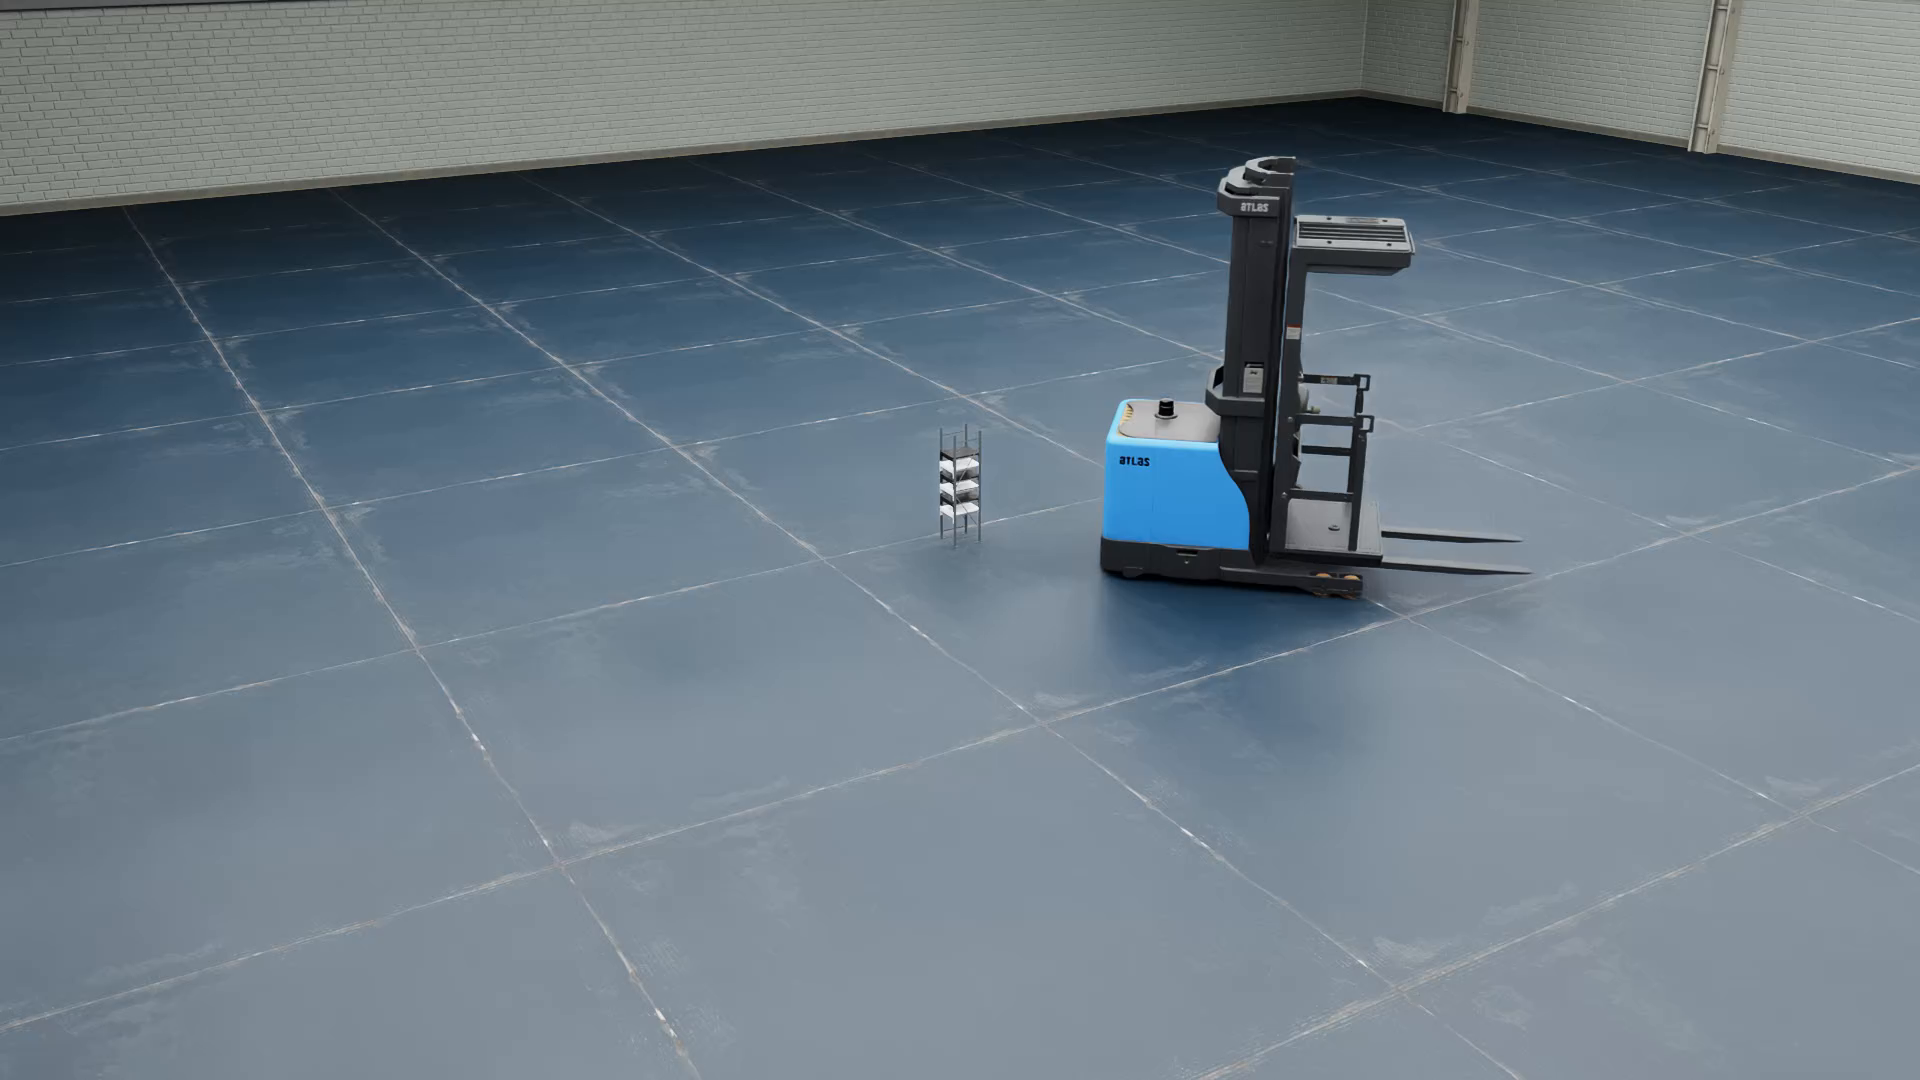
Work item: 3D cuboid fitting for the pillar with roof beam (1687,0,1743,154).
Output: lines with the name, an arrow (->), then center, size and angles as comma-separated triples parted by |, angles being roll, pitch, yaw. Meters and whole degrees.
pillar with roof beam -> 9.745, -10.378, 26.393 | 9.100, 9.000, 0.400 | -13, 25, -28

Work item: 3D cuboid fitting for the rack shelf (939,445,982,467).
rack shelf -> 0.004, -0.633, 12.546 | 0.258, 0.077, 0.200 | -13, 25, -28

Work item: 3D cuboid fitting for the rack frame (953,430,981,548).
rack frame -> 0.056, -0.381, 12.555 | 0.240, 0.900, 0.006 | -13, 25, -28

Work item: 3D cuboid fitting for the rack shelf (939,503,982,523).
rack shelf -> 0.004, -0.217, 12.716 | 0.258, 0.077, 0.200 | -13, 25, -28

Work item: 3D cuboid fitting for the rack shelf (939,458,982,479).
rack shelf -> 0.004, -0.550, 12.580 | 0.258, 0.077, 0.200 | -13, 25, -28

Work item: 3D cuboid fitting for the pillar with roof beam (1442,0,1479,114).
pillar with roof beam -> 6.680, -12.320, 31.171 | 9.100, 9.000, 0.400 | -13, 25, -28

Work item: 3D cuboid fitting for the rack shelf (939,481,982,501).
rack shelf -> 0.004, -0.383, 12.648 | 0.258, 0.077, 0.200 | -13, 25, -28

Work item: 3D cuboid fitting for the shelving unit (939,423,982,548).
shelving unit -> 0.004, -0.414, 12.636 | 0.258, 0.900, 0.210 | -13, 25, -28

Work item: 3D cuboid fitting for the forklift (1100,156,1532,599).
forklift -> 2.593, -1.157, 11.764 | 3.031, 2.935, 1.130 | 4, 23, 11

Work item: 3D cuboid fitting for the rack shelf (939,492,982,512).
rack shelf -> 0.004, -0.300, 12.682 | 0.258, 0.077, 0.200 | -13, 25, -28

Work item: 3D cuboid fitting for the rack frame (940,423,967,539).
rack frame -> -0.048, -0.447, 12.717 | 0.240, 0.900, 0.006 | -13, 25, -28

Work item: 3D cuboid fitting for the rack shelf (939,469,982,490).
rack shelf -> 0.004, -0.467, 12.614 | 0.258, 0.077, 0.200 | -13, 25, -28
